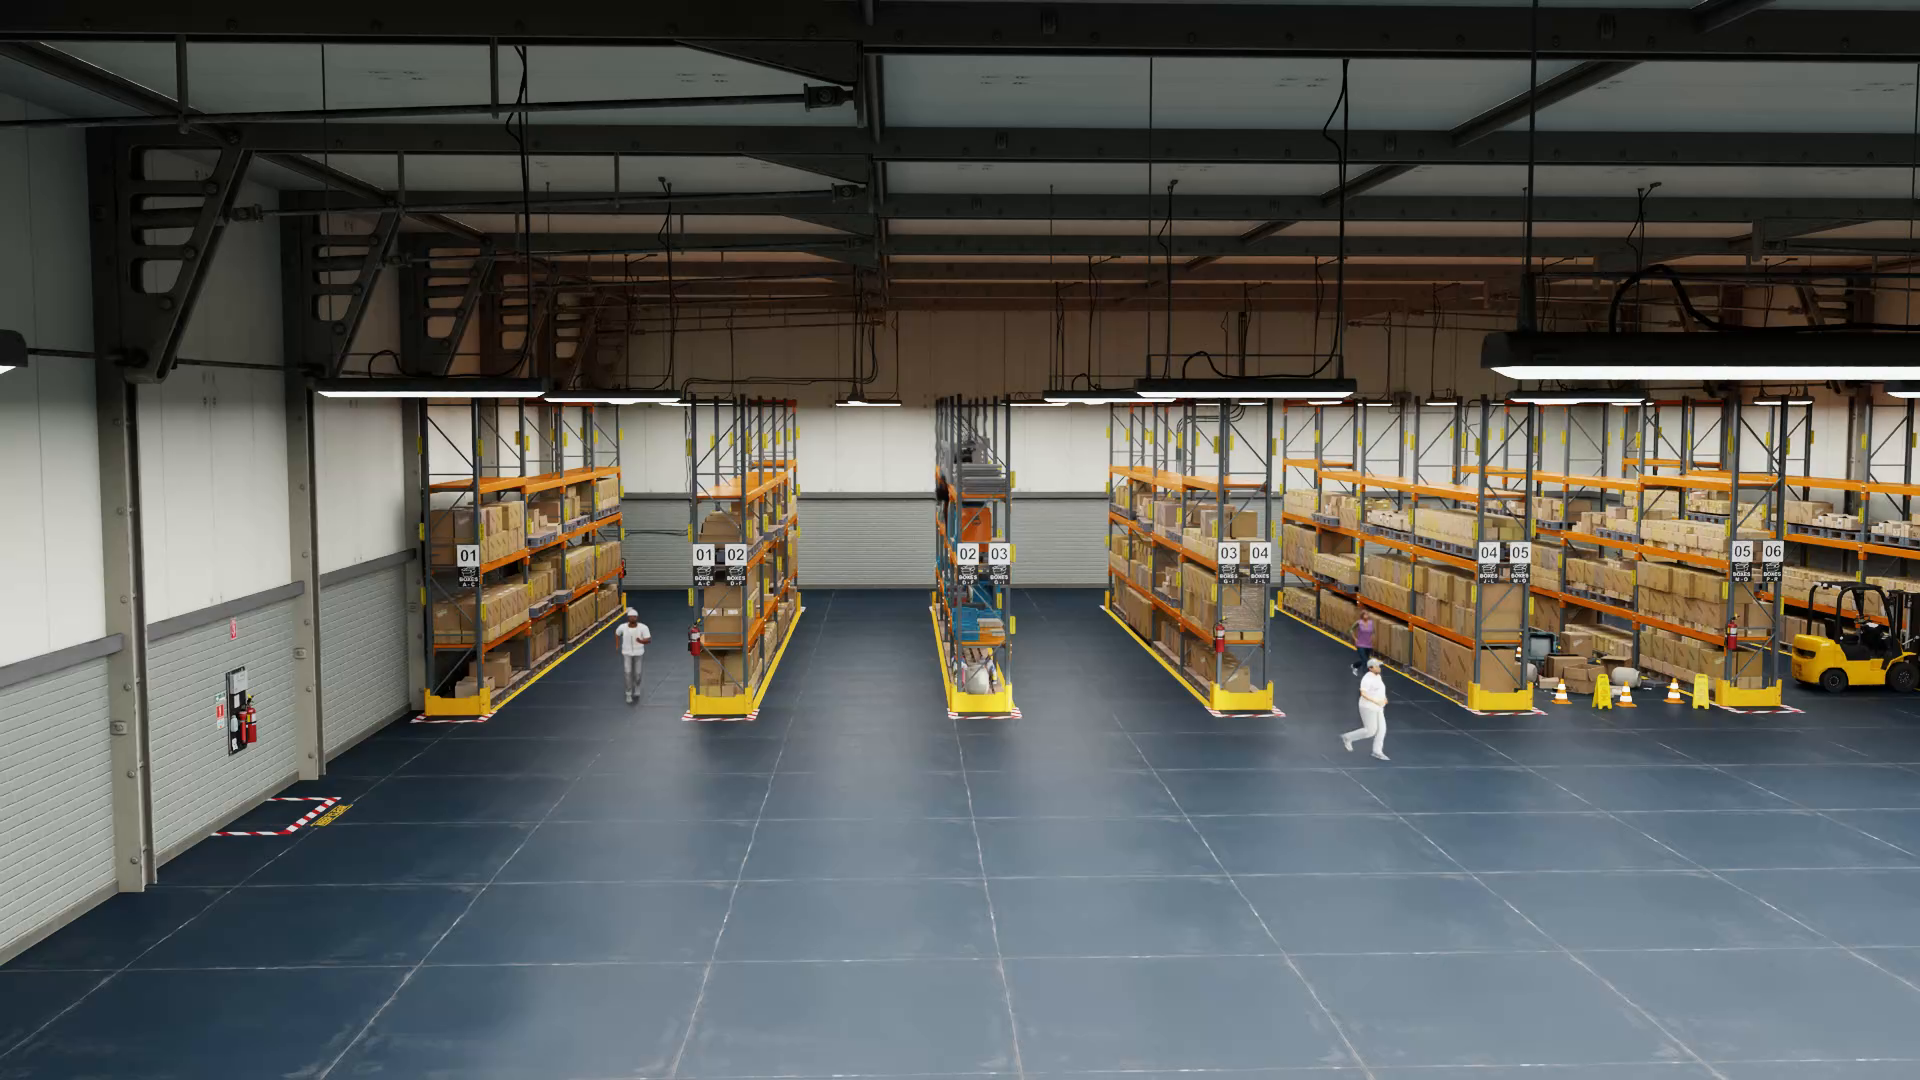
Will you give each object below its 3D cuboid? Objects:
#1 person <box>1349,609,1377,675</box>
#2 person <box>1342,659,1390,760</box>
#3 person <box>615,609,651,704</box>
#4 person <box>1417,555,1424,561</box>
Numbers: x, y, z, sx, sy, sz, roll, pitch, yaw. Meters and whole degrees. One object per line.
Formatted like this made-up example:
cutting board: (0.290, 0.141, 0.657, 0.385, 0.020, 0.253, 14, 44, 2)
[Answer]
person: (8.375, 2.222, 34.483, 0.506, 1.598, 1.035, -1, 5, -16)
person: (6.721, 2.767, 27.364, 0.753, 1.662, 0.613, 3, 5, 35)
person: (-6.409, 2.247, 32.591, 0.692, 1.781, 0.922, -1, 5, -11)
person: (13.495, 1.067, 48.943, 0.623, 1.628, 0.582, -1, 5, -10)
